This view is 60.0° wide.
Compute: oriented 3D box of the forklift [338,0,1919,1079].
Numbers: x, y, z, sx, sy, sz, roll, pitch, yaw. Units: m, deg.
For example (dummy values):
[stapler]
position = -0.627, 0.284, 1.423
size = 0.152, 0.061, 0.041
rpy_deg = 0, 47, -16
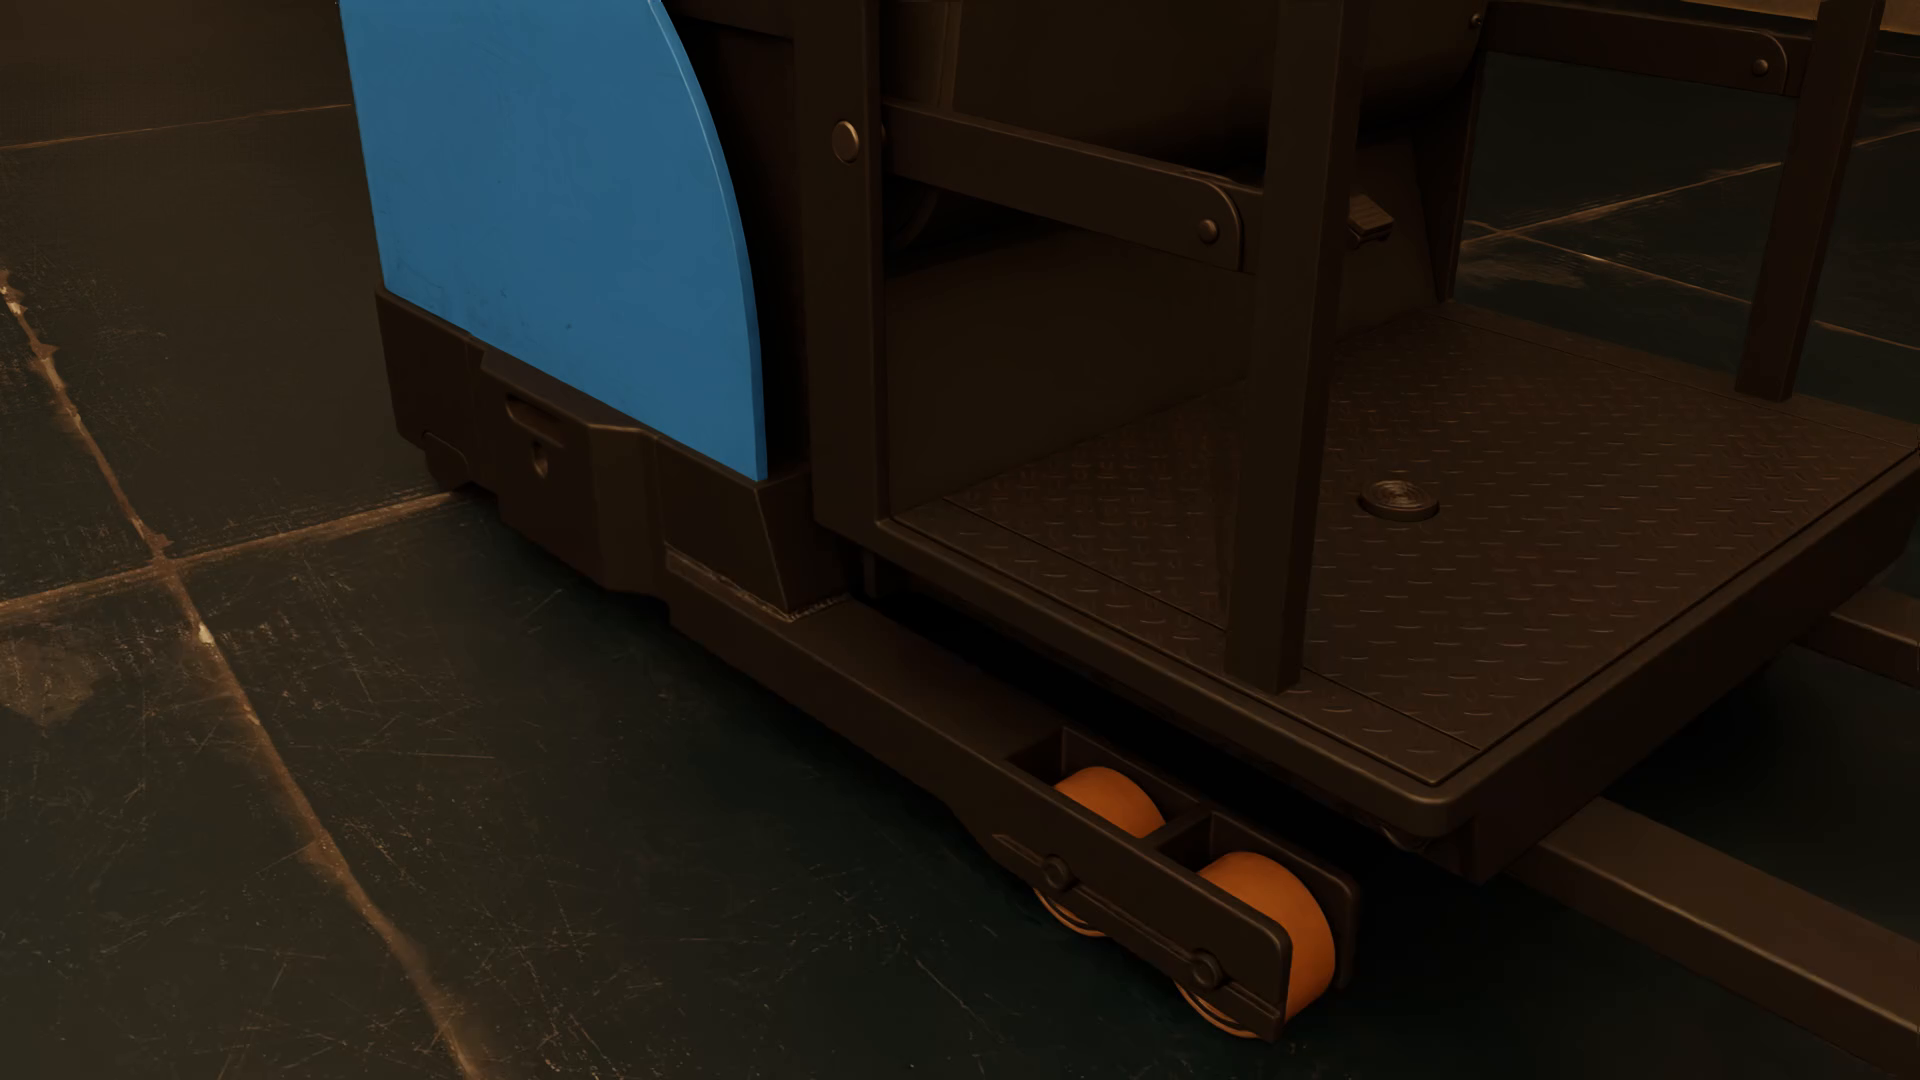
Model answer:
[forklift]
position = 0.447, -1.104, 1.432
size = 1.130, 2.935, 3.031
rpy_deg = -22, 34, -37
